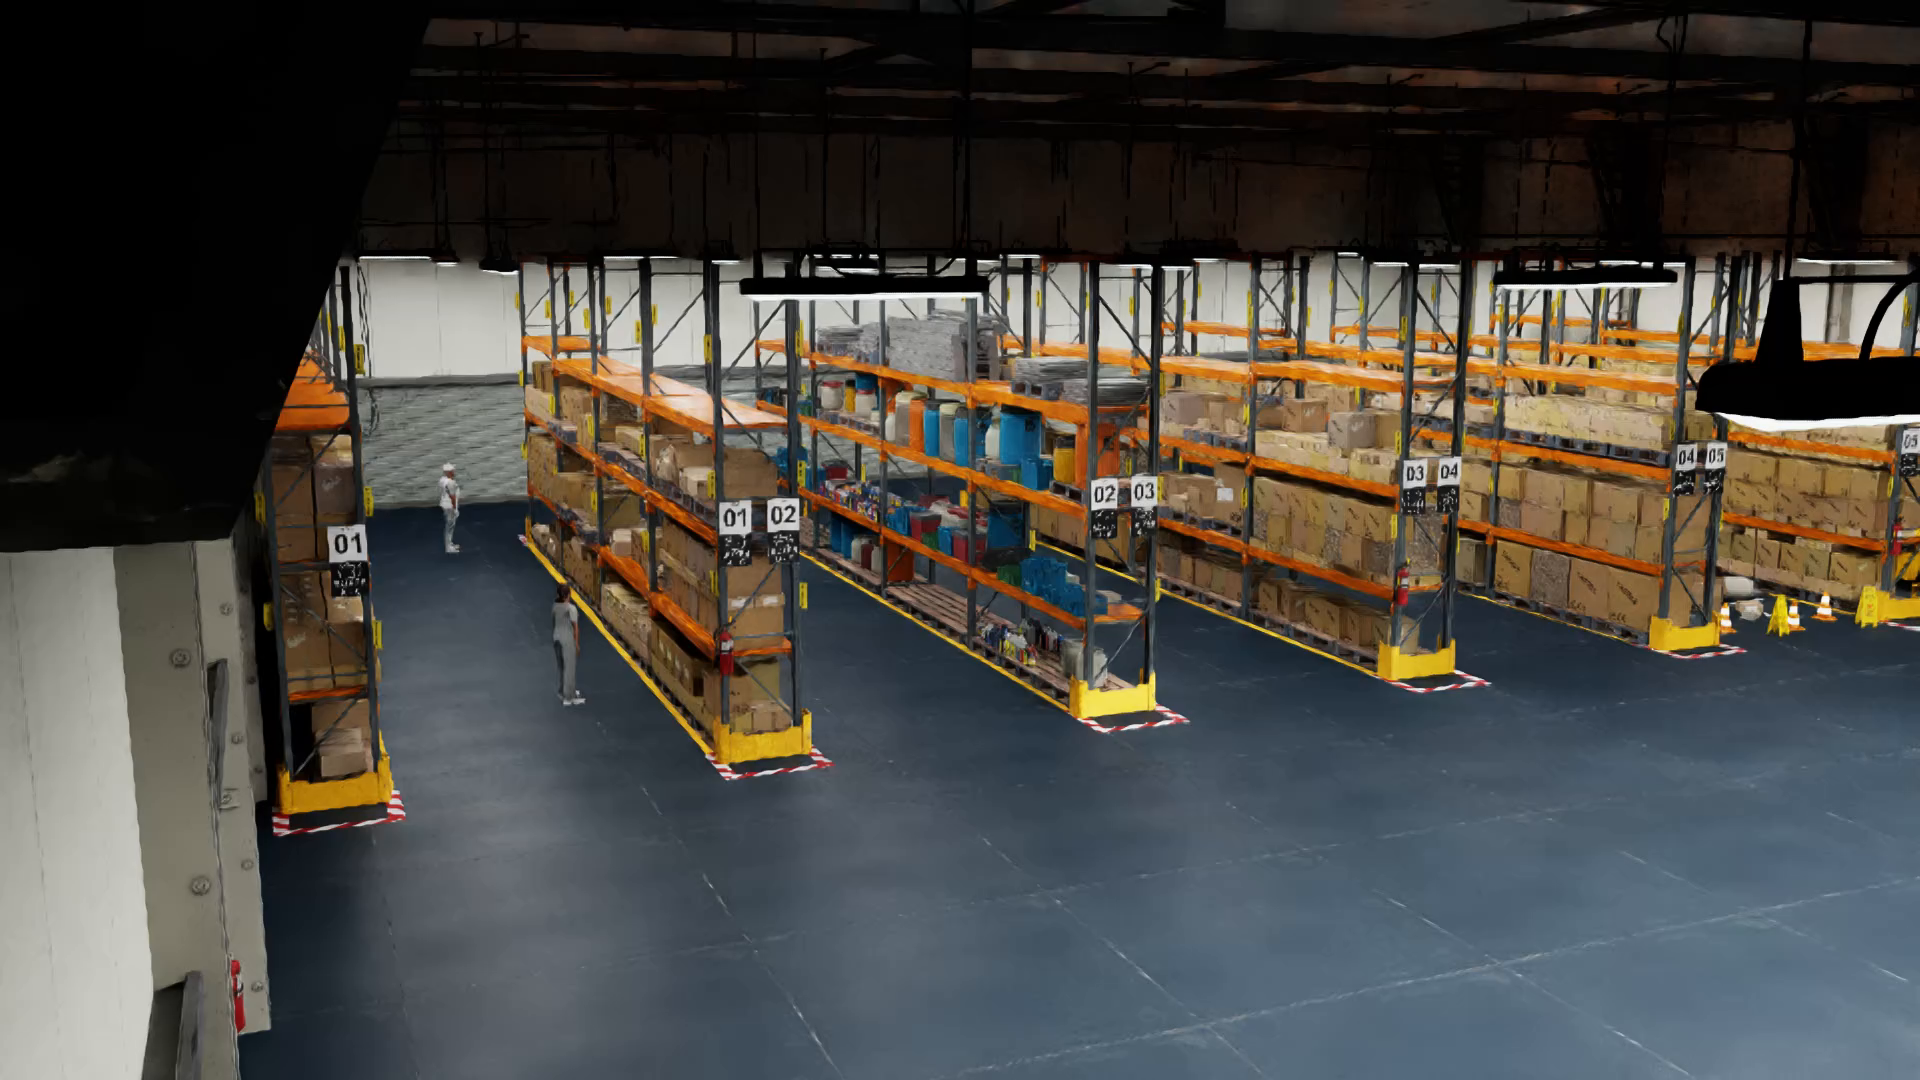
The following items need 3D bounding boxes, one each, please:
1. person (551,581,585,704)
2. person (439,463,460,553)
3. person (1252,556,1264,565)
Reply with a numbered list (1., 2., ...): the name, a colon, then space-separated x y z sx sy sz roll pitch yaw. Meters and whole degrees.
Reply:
1. person: -5.353 1.386 22.742 0.496 1.675 0.441 8 13 36
2. person: -10.304 -0.671 33.609 0.402 1.786 0.686 -7 12 -32
3. person: 5.636 -0.237 31.501 0.729 1.717 0.538 -4 11 -23
